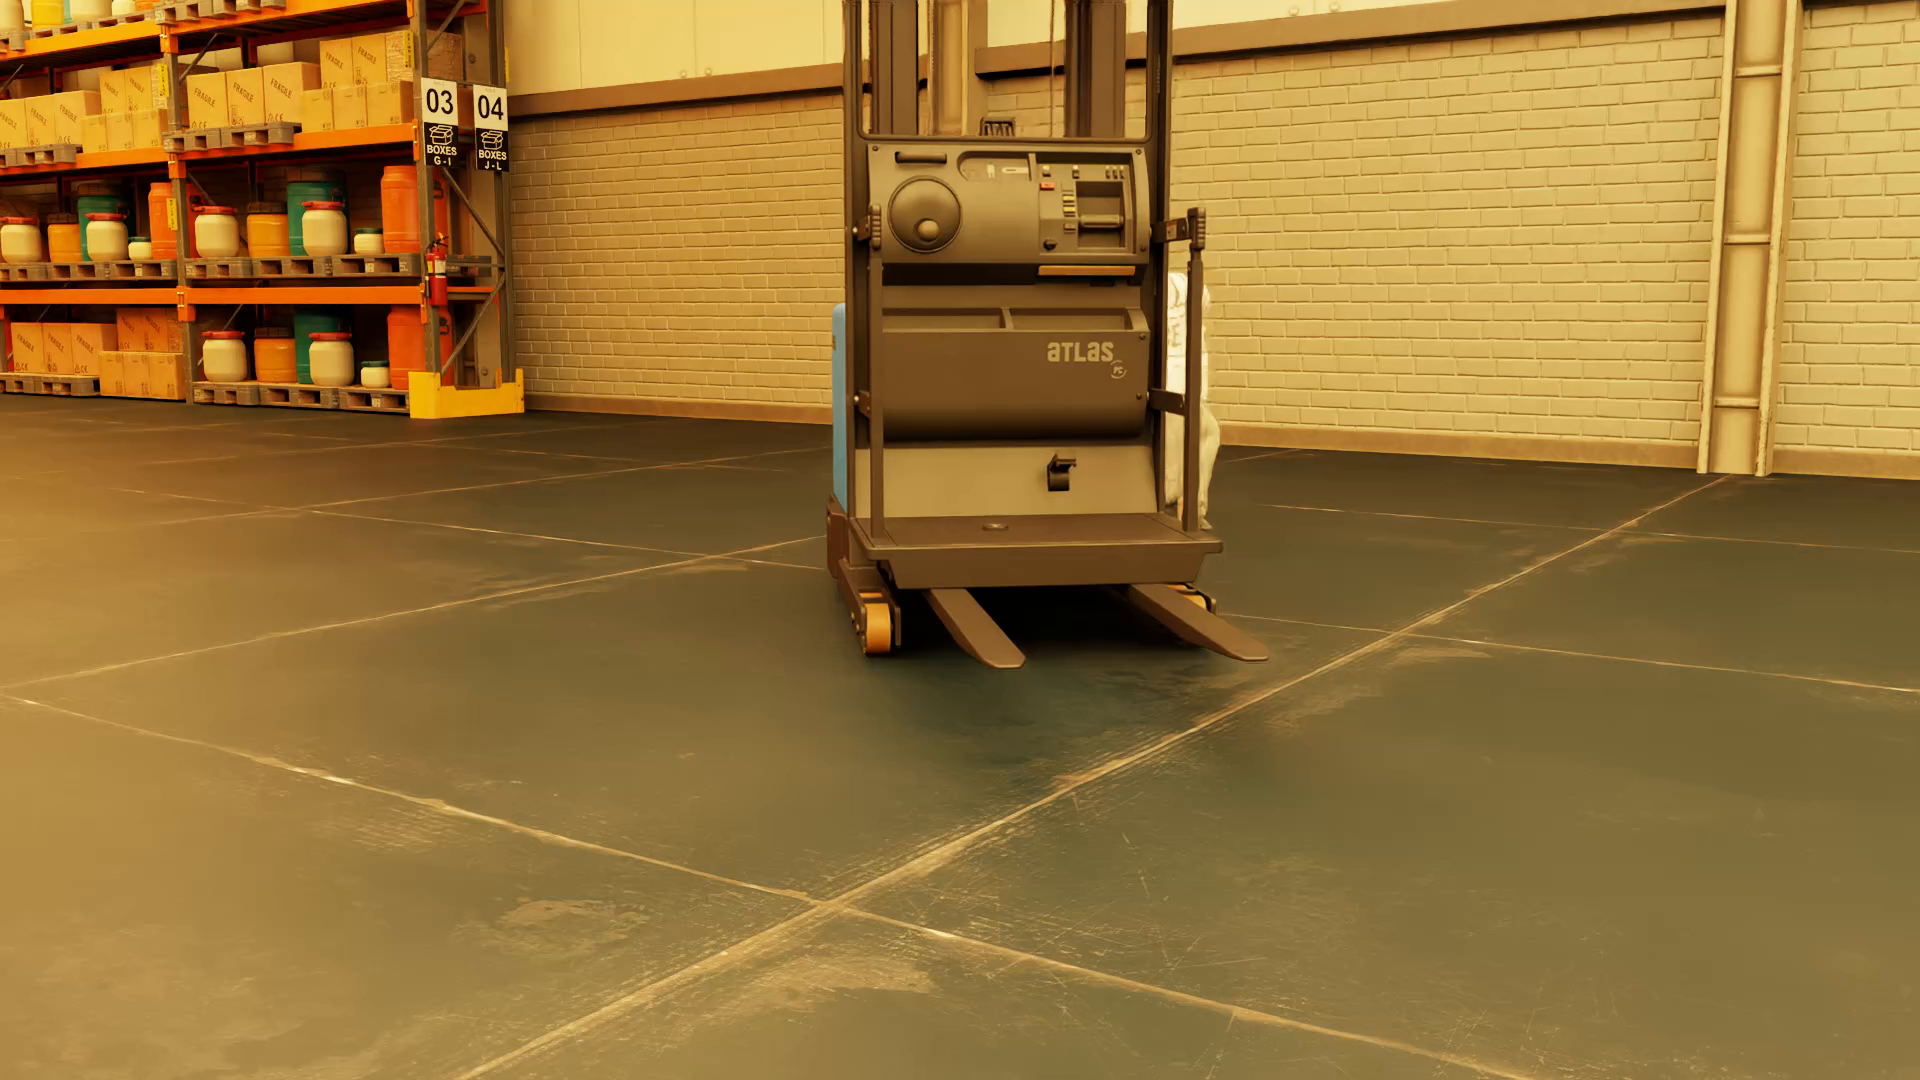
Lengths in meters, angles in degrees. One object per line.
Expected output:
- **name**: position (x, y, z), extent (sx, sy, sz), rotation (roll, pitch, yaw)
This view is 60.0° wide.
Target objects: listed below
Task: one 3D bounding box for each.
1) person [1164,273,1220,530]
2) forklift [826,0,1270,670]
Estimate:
- **person**: position (0.821, -0.695, 7.762), extent (0.928, 1.440, 0.699), rotation (-8, 11, -43)
- **forklift**: position (0.196, -1.149, 5.272), extent (1.130, 2.935, 3.031), rotation (-1, 8, -8)
